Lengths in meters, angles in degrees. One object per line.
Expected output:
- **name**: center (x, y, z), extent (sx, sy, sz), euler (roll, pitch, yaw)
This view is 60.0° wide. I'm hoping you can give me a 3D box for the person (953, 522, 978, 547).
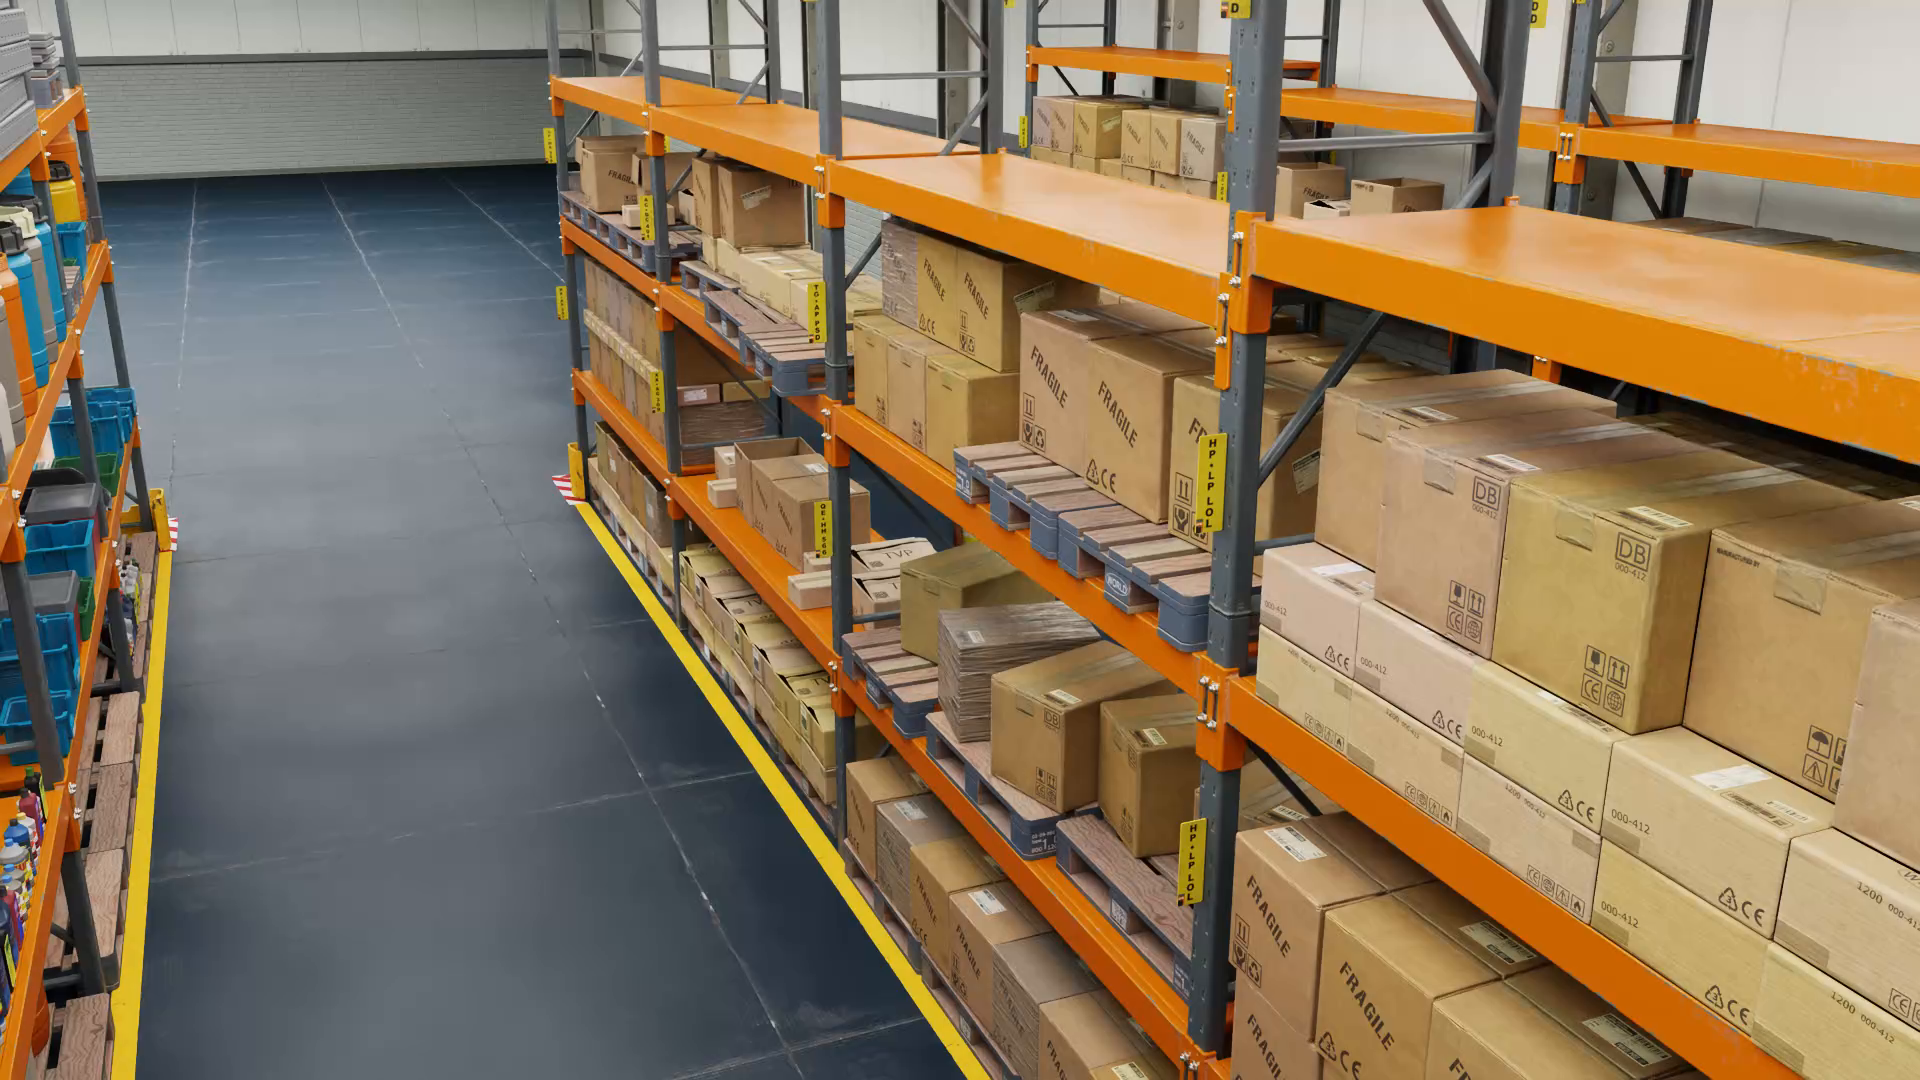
- **person**: center (0.222, 0.107, 12.577), extent (0.566, 1.807, 0.357), euler (-7, 20, -20)
